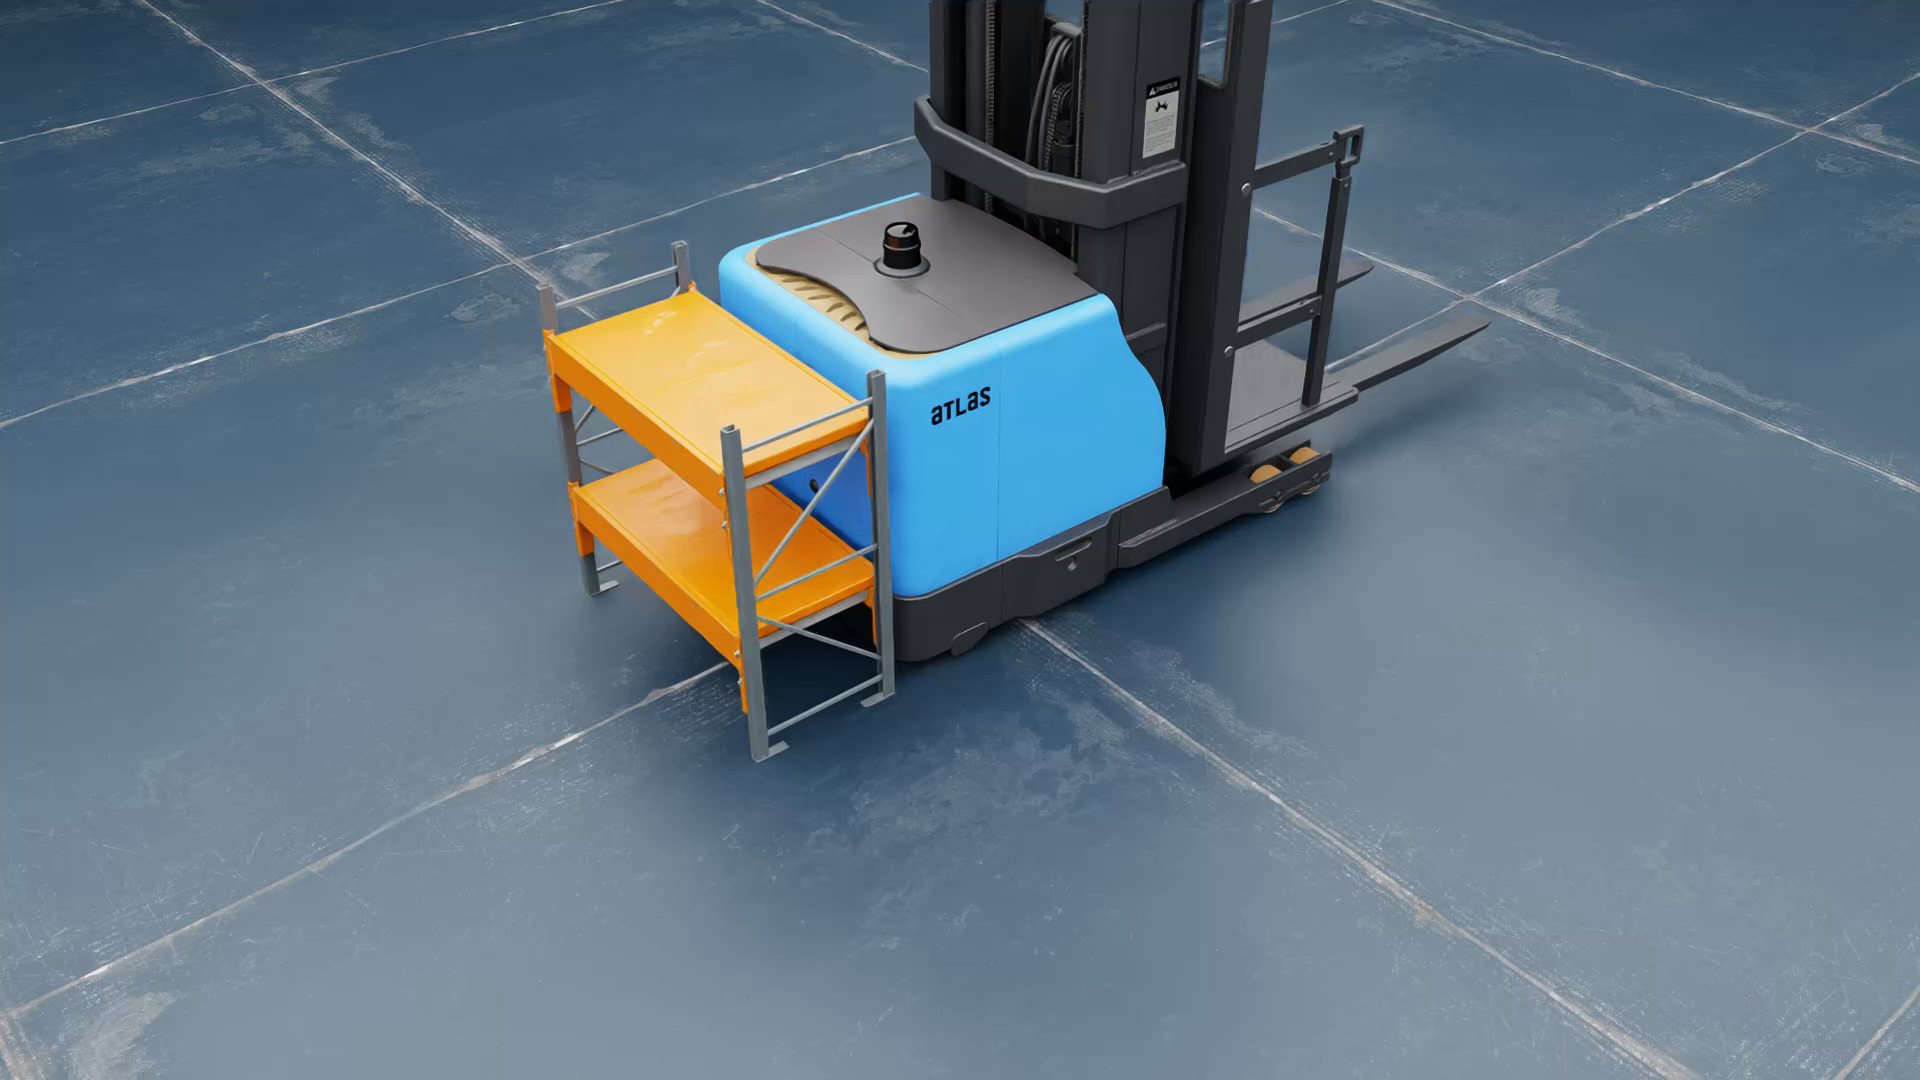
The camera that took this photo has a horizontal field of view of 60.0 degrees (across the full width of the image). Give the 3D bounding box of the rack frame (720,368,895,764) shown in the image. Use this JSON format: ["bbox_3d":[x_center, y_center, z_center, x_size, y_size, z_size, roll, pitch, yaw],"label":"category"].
[{"bbox_3d":[-0.403,0.095,4.643,0.500,1.125,0.032,-25,42,-31],"label":"rack frame"}]

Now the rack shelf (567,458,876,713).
[{"bbox_3d":[-0.720,0.065,5.109,0.538,0.278,1.000,-25,42,-31],"label":"rack shelf"}]

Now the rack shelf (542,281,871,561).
[{"bbox_3d":[-0.720,-0.374,4.798,0.538,0.278,1.000,-25,42,-31],"label":"rack shelf"}]

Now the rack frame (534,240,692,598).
[{"bbox_3d":[-1.037,-0.365,5.292,0.500,1.125,0.032,-25,42,-31],"label":"rack frame"}]

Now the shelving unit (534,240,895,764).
[{"bbox_3d":[-0.720,-0.135,4.967,0.538,1.125,1.048,-25,42,-31],"label":"shelving unit"}]

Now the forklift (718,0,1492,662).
[{"bbox_3d":[0.712,-1.512,5.348,3.031,2.935,1.130,-24,42,-30],"label":"forklift"}]
